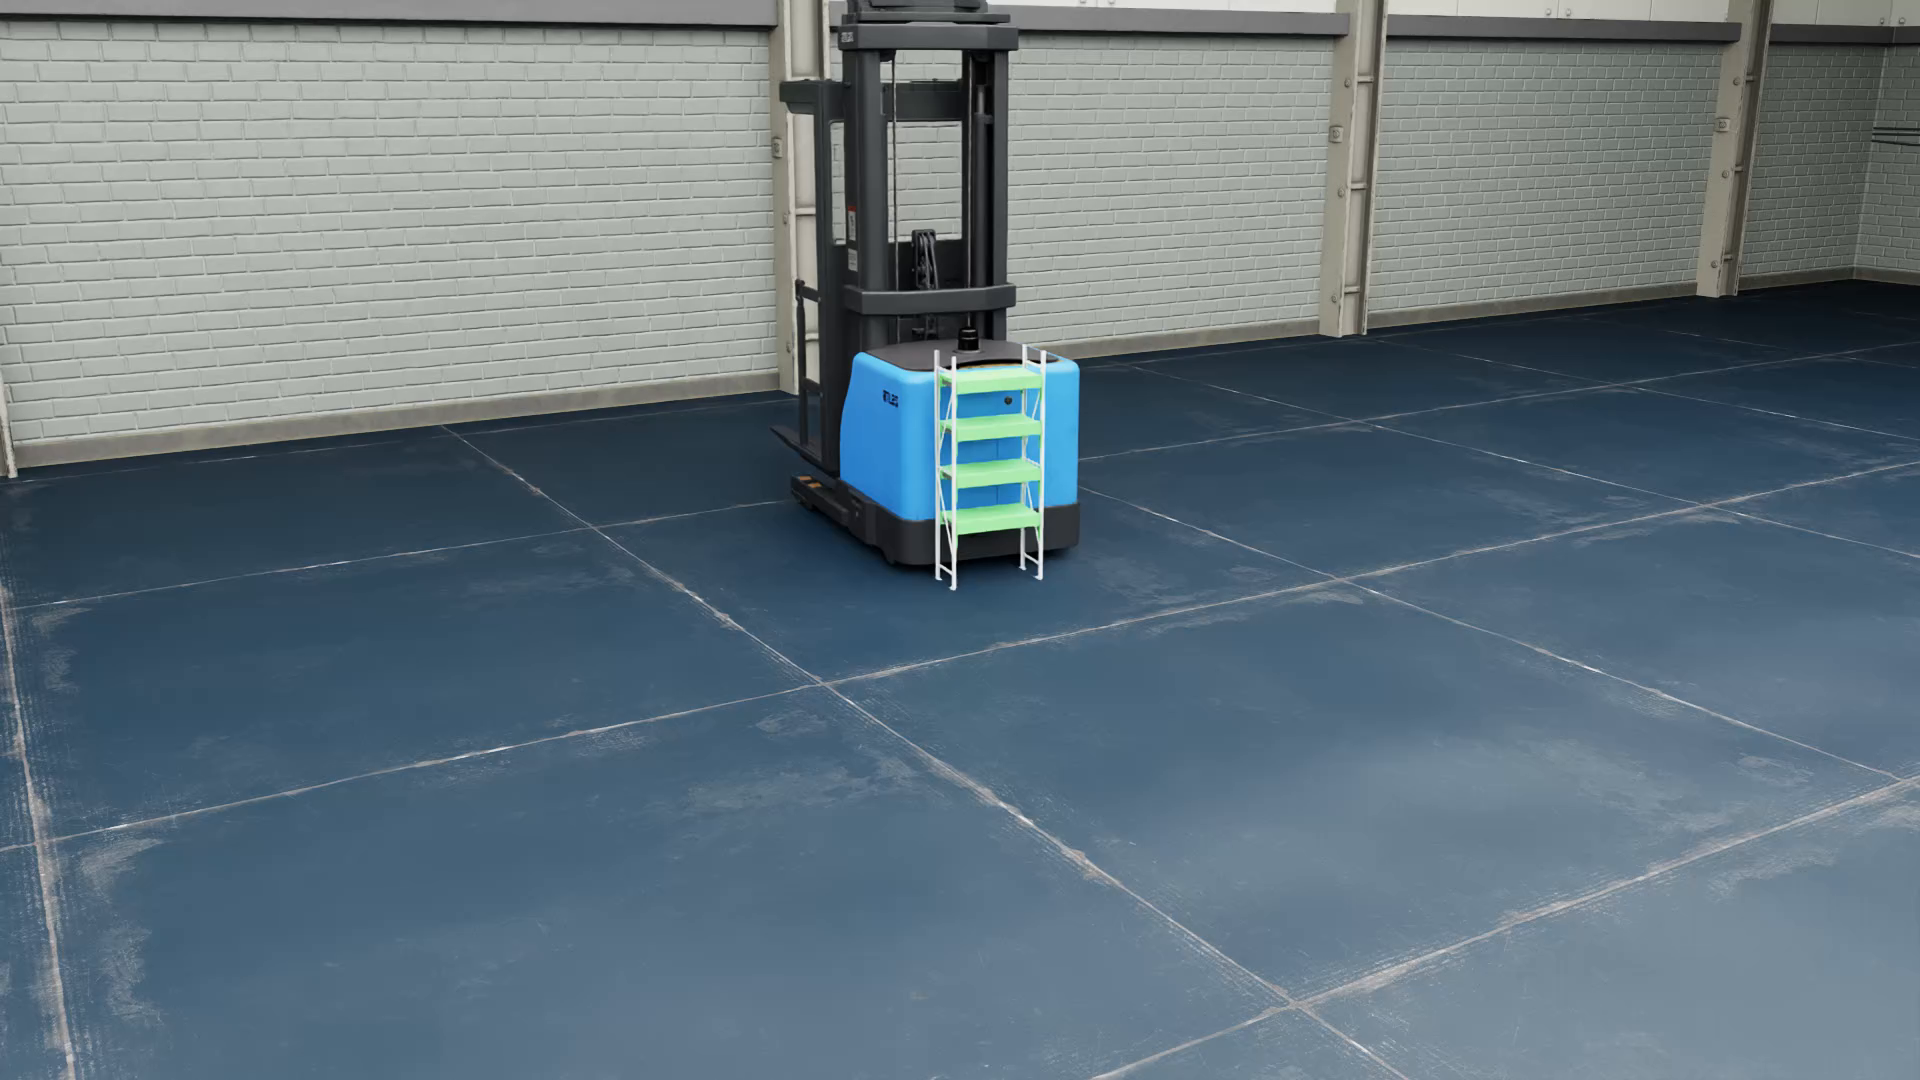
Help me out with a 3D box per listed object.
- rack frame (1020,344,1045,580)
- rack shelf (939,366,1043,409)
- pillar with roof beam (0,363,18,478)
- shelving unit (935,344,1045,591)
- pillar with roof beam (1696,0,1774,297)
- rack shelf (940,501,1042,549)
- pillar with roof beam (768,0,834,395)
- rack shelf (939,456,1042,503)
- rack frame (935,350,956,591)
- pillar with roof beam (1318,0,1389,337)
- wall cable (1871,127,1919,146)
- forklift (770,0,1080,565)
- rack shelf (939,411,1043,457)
[{"bbox_3d":[0.375,-0.399,8.609,0.015,1.200,0.240,-7,17,-22],"label":"rack frame"},{"bbox_3d":[0.151,-0.773,8.404,0.480,0.148,0.258,-7,17,-22],"label":"rack shelf"},{"bbox_3d":[-4.198,-3.759,6.146,0.400,9.000,9.100,-9,18,-30],"label":"pillar with roof beam"},{"bbox_3d":[0.151,-0.373,8.517,0.503,1.200,0.258,-7,17,-22],"label":"shelving unit"},{"bbox_3d":[11.231,-6.261,15.072,0.400,9.000,9.100,-9,18,-30],"label":"pillar with roof beam"},{"bbox_3d":[0.151,-0.080,8.599,0.480,0.148,0.258,-7,17,-22],"label":"rack shelf"},{"bbox_3d":[0.945,-4.593,9.122,0.400,9.000,9.100,-9,18,-30],"label":"pillar with roof beam"},{"bbox_3d":[0.151,-0.311,8.534,0.480,0.148,0.258,-7,17,-22],"label":"rack shelf"},{"bbox_3d":[-0.074,-0.347,8.425,0.015,1.200,0.240,-7,17,-22],"label":"rack frame"},{"bbox_3d":[6.088,-5.427,12.097,0.400,9.000,9.100,-9,18,-30],"label":"pillar with roof beam"},{"bbox_3d":[12.221,-5.865,19.414,0.112,2.526,3.097,-9,18,-30],"label":"wall cable"},{"bbox_3d":[-0.392,-1.632,9.801,1.130,2.935,3.031,-7,17,-22],"label":"forklift"},{"bbox_3d":[0.151,-0.542,8.469,0.480,0.148,0.258,-7,17,-22],"label":"rack shelf"}]
